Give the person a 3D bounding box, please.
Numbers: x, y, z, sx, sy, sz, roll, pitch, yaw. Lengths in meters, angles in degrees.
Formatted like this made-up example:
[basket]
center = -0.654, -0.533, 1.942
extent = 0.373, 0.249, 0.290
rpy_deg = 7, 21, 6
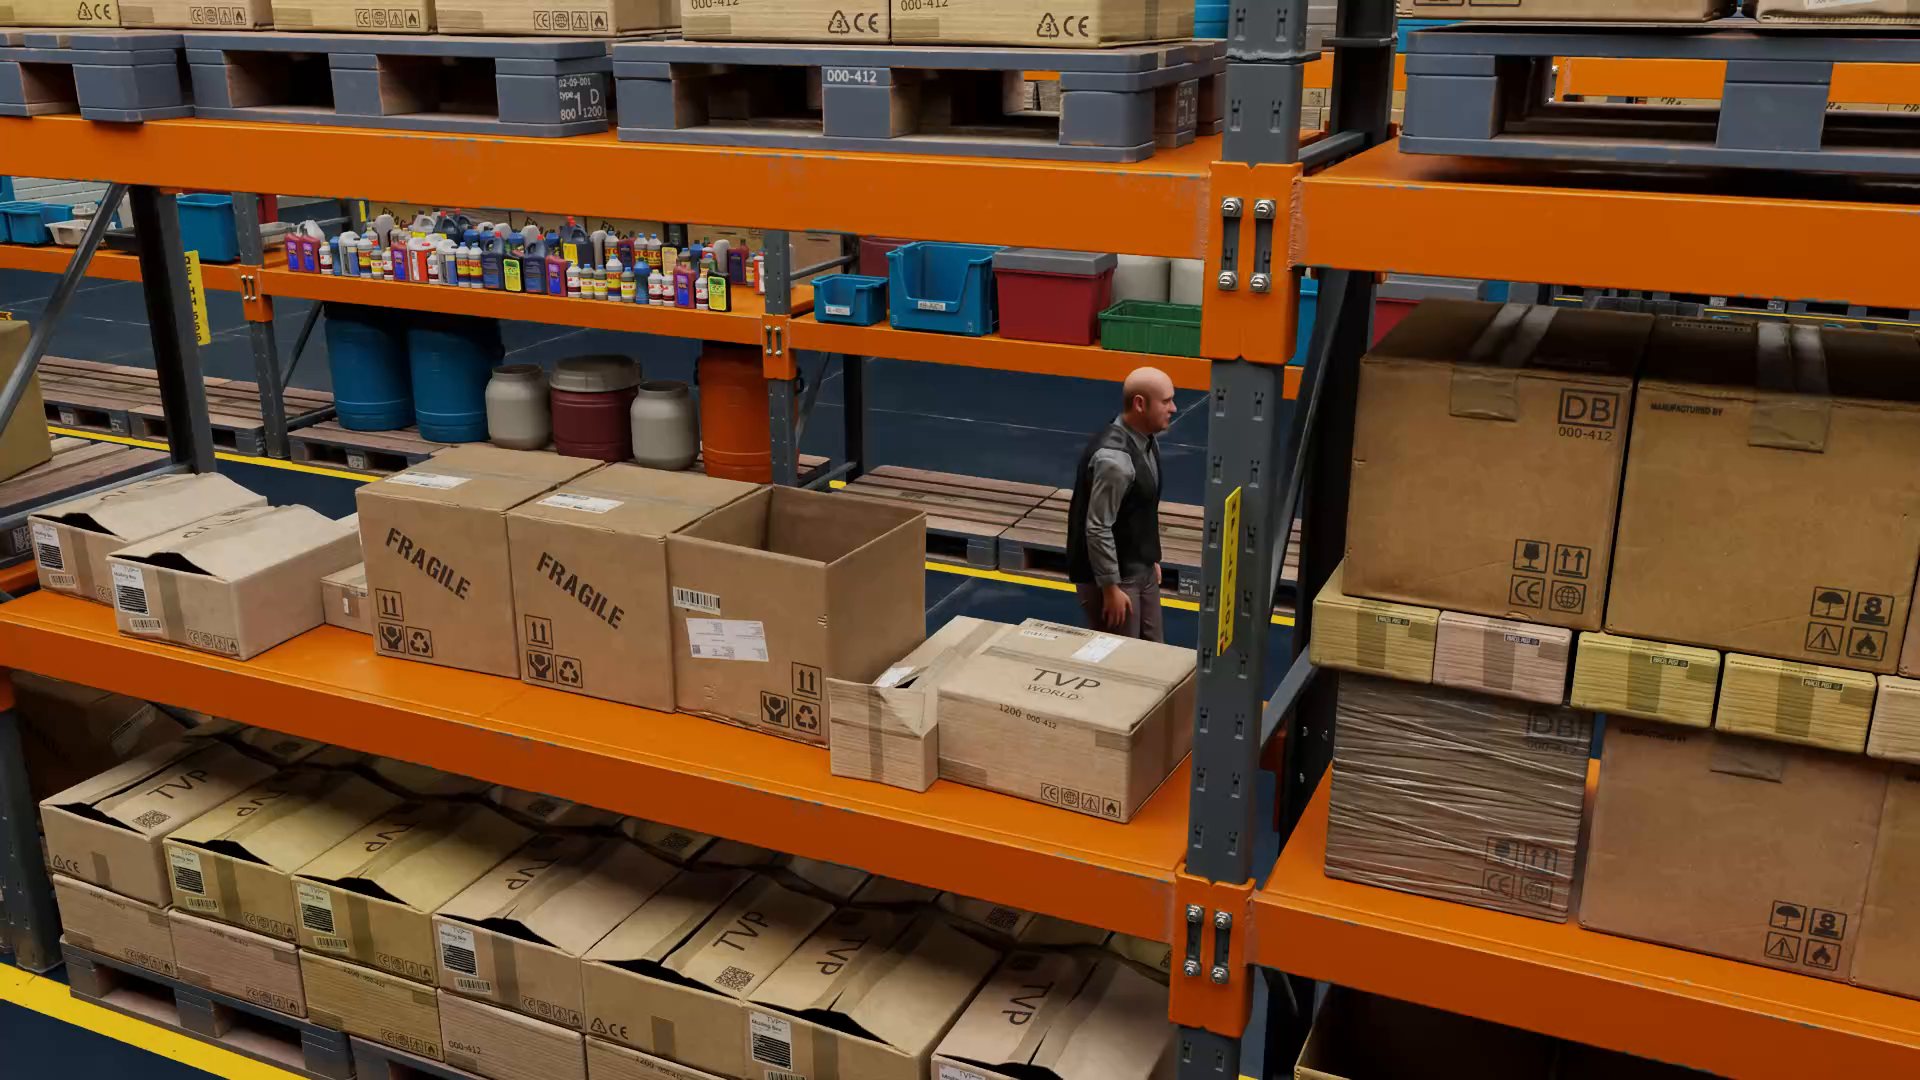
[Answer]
[person]
center = 0.666, 0.152, 6.660
extent = 0.472, 1.719, 0.579
rpy_deg = 8, 20, 21
